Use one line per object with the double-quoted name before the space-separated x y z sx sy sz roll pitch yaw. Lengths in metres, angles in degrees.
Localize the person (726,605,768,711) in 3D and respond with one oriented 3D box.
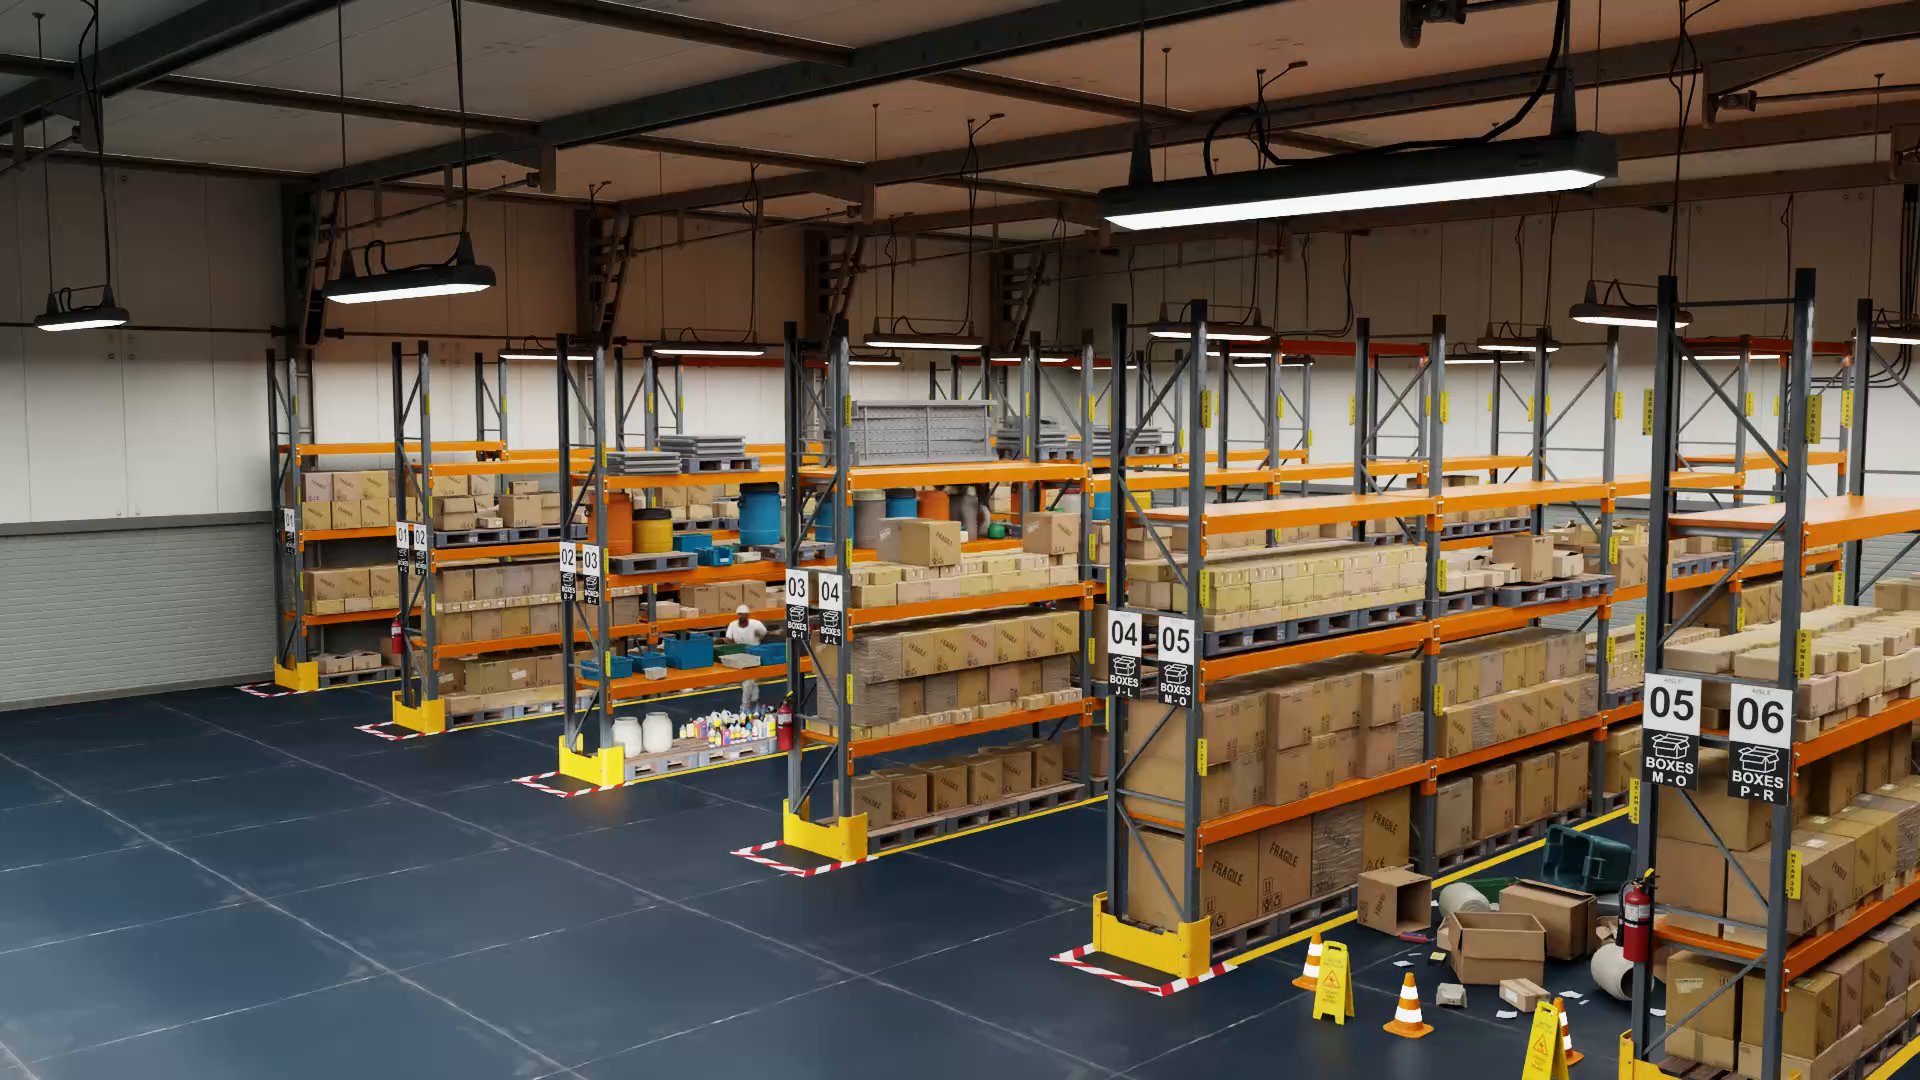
"person" -3.511 1.916 27.611 0.702 1.730 0.908 2 5 18
